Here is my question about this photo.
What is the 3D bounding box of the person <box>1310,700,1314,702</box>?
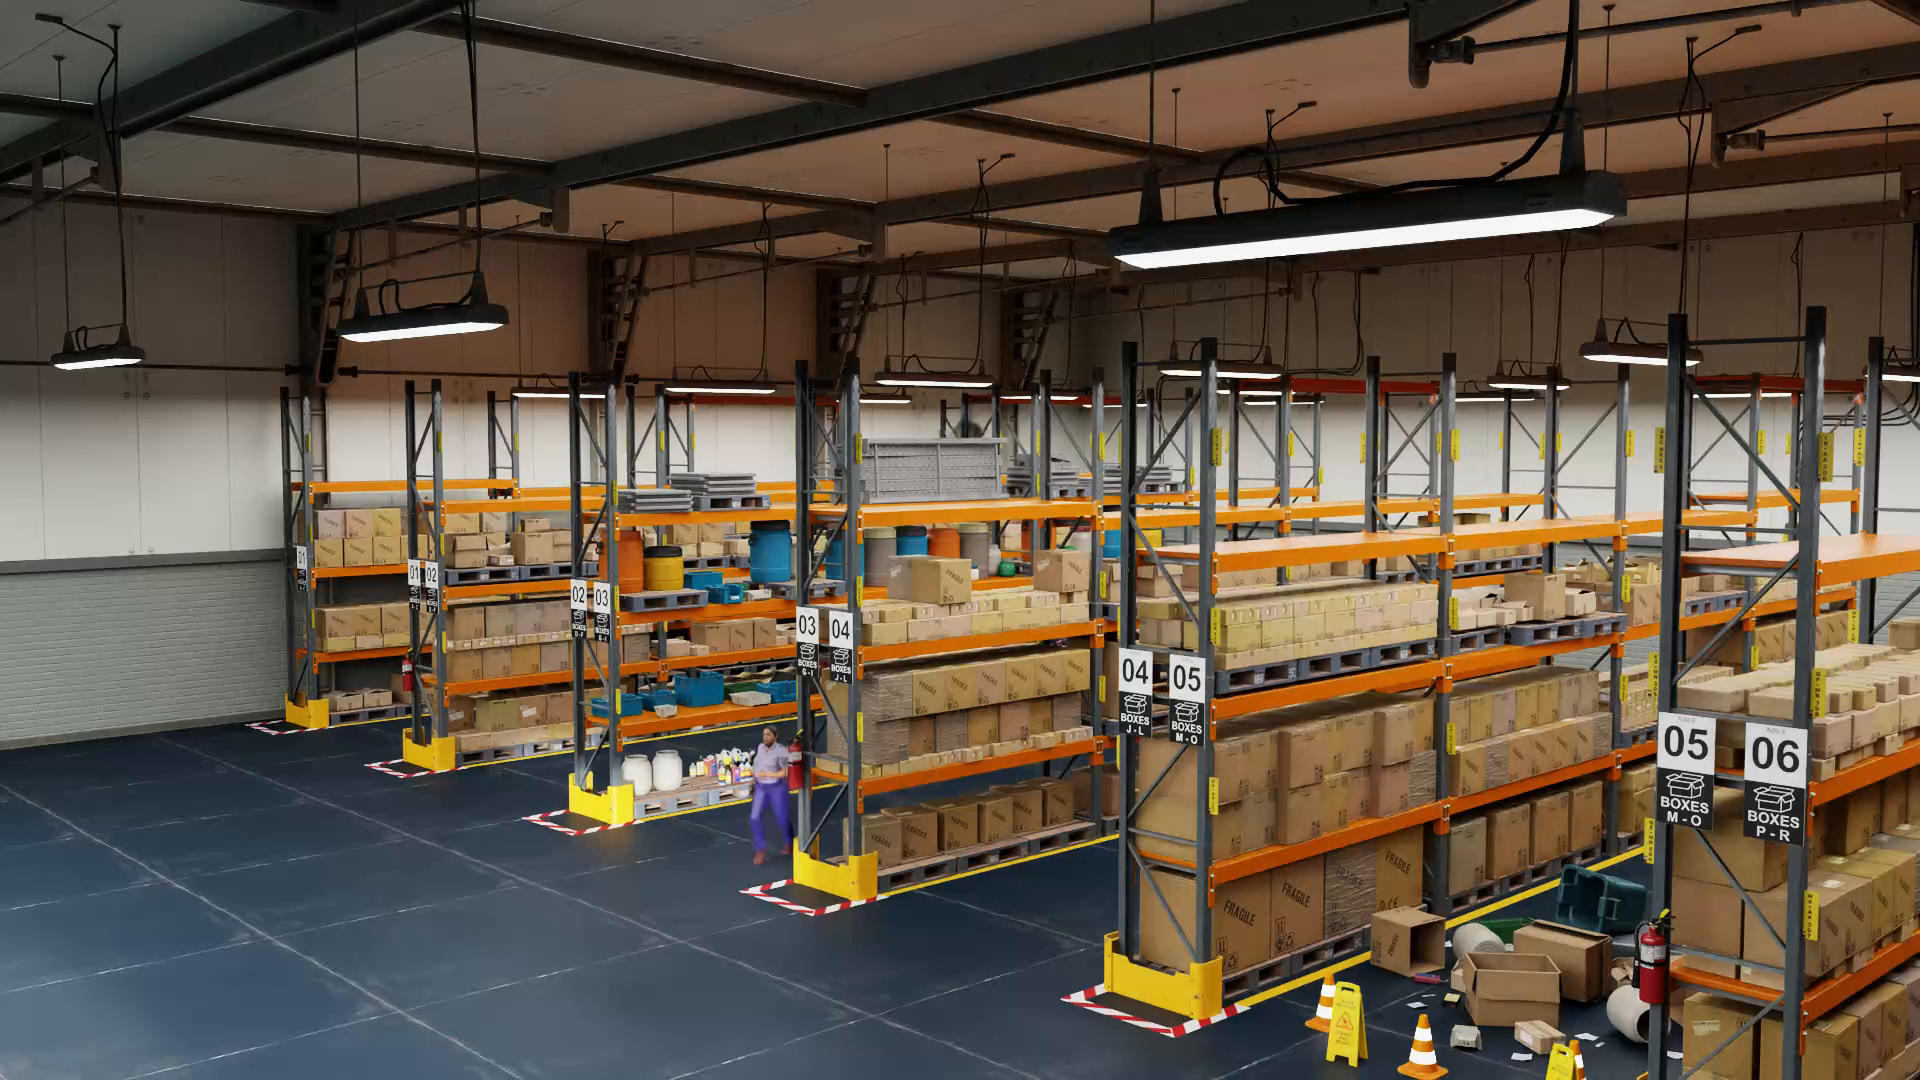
[{"bbox_3d":[4.605,2.870,21.868,0.672,1.822,0.969,3,5,43],"label":"person"}]

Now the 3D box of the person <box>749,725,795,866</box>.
[{"bbox_3d":[-2.268,3.075,20.065,0.570,1.693,0.822,1,4,22],"label":"person"}]
